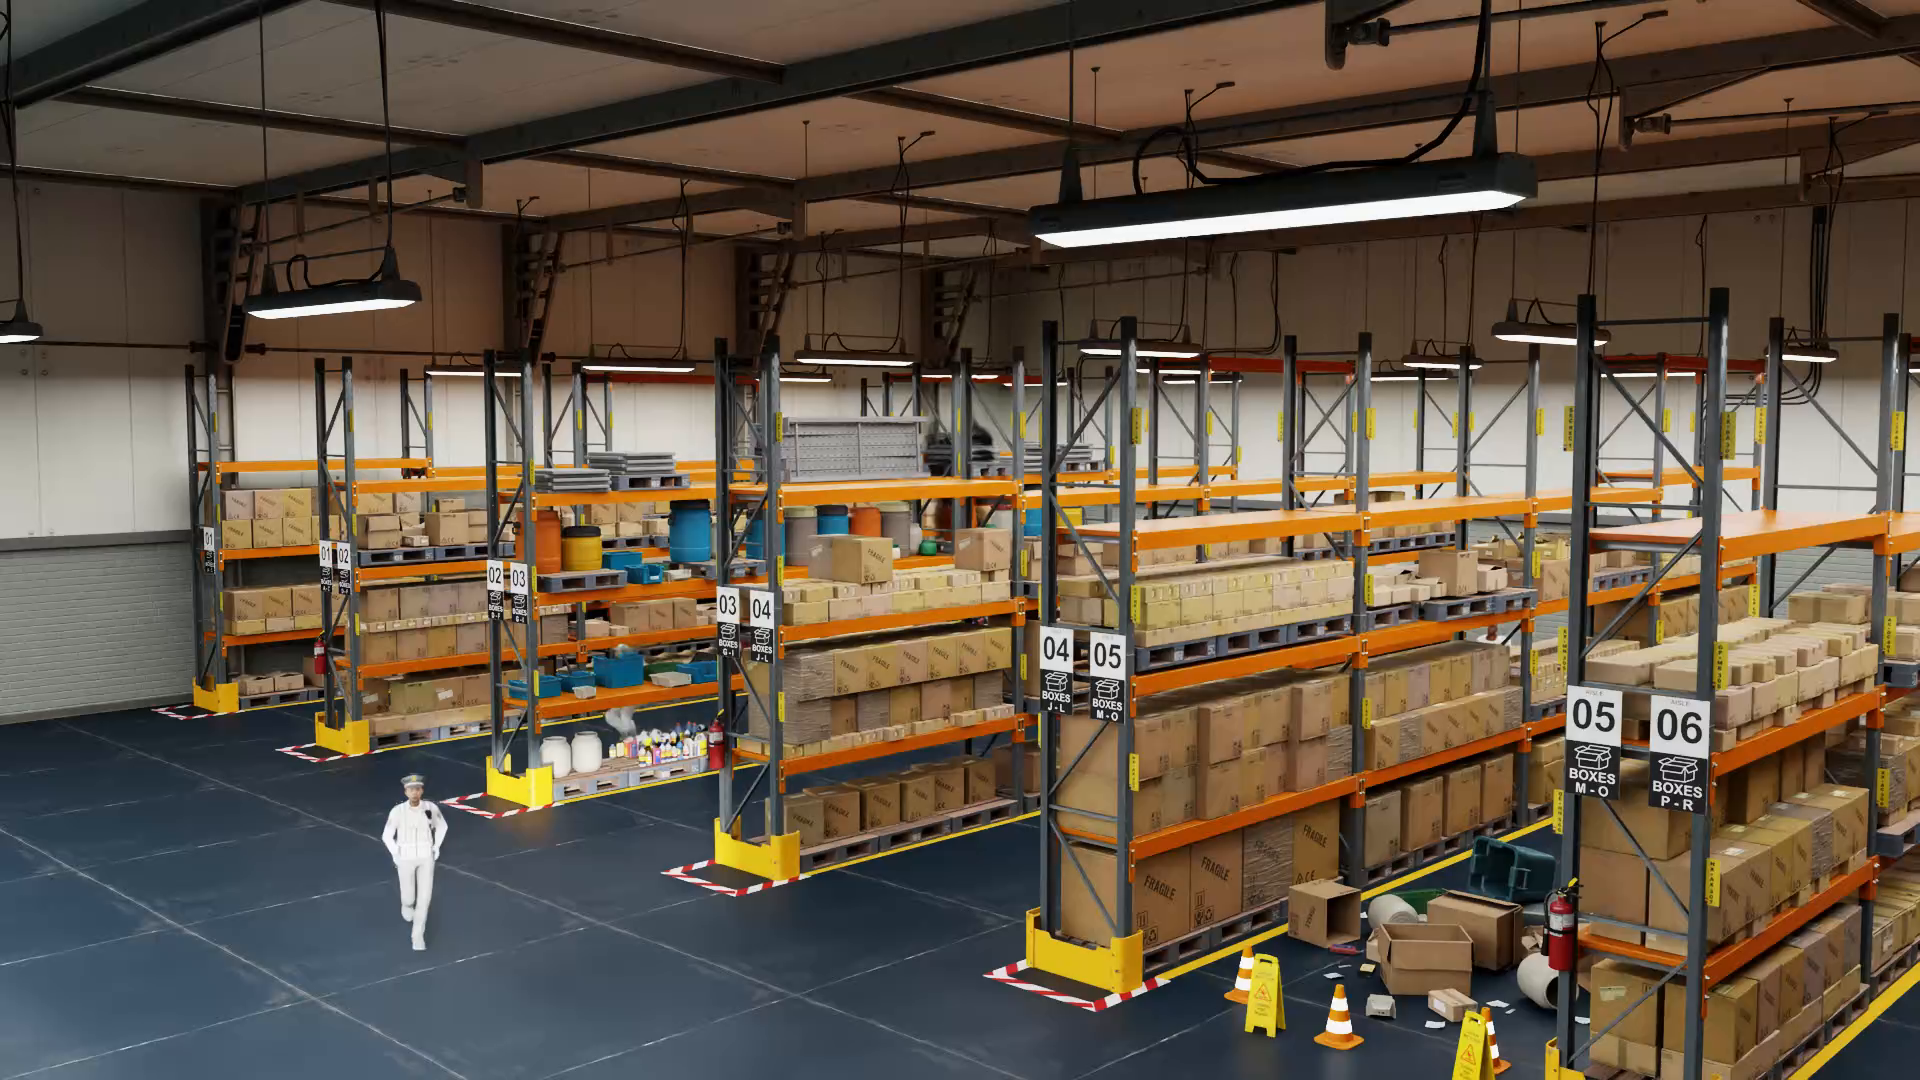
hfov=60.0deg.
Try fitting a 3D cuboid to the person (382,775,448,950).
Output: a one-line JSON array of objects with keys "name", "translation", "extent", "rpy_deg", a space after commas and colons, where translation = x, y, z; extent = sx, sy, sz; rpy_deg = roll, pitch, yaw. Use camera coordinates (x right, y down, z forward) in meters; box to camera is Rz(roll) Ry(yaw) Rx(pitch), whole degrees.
[{"name": "person", "translation": [-5.307, 3.100, 16.238], "extent": [0.617, 1.671, 0.696], "rpy_deg": [-2, 5, -23]}]

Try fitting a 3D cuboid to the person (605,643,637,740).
[{"name": "person", "translation": [-5.180, 2.397, 25.462], "extent": [0.588, 1.634, 0.574], "rpy_deg": [4, 6, 42]}]

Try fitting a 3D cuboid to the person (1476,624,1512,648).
[{"name": "person", "translation": [8.910, 2.183, 27.904], "extent": [0.703, 1.725, 0.598], "rpy_deg": [3, 5, 37]}]
